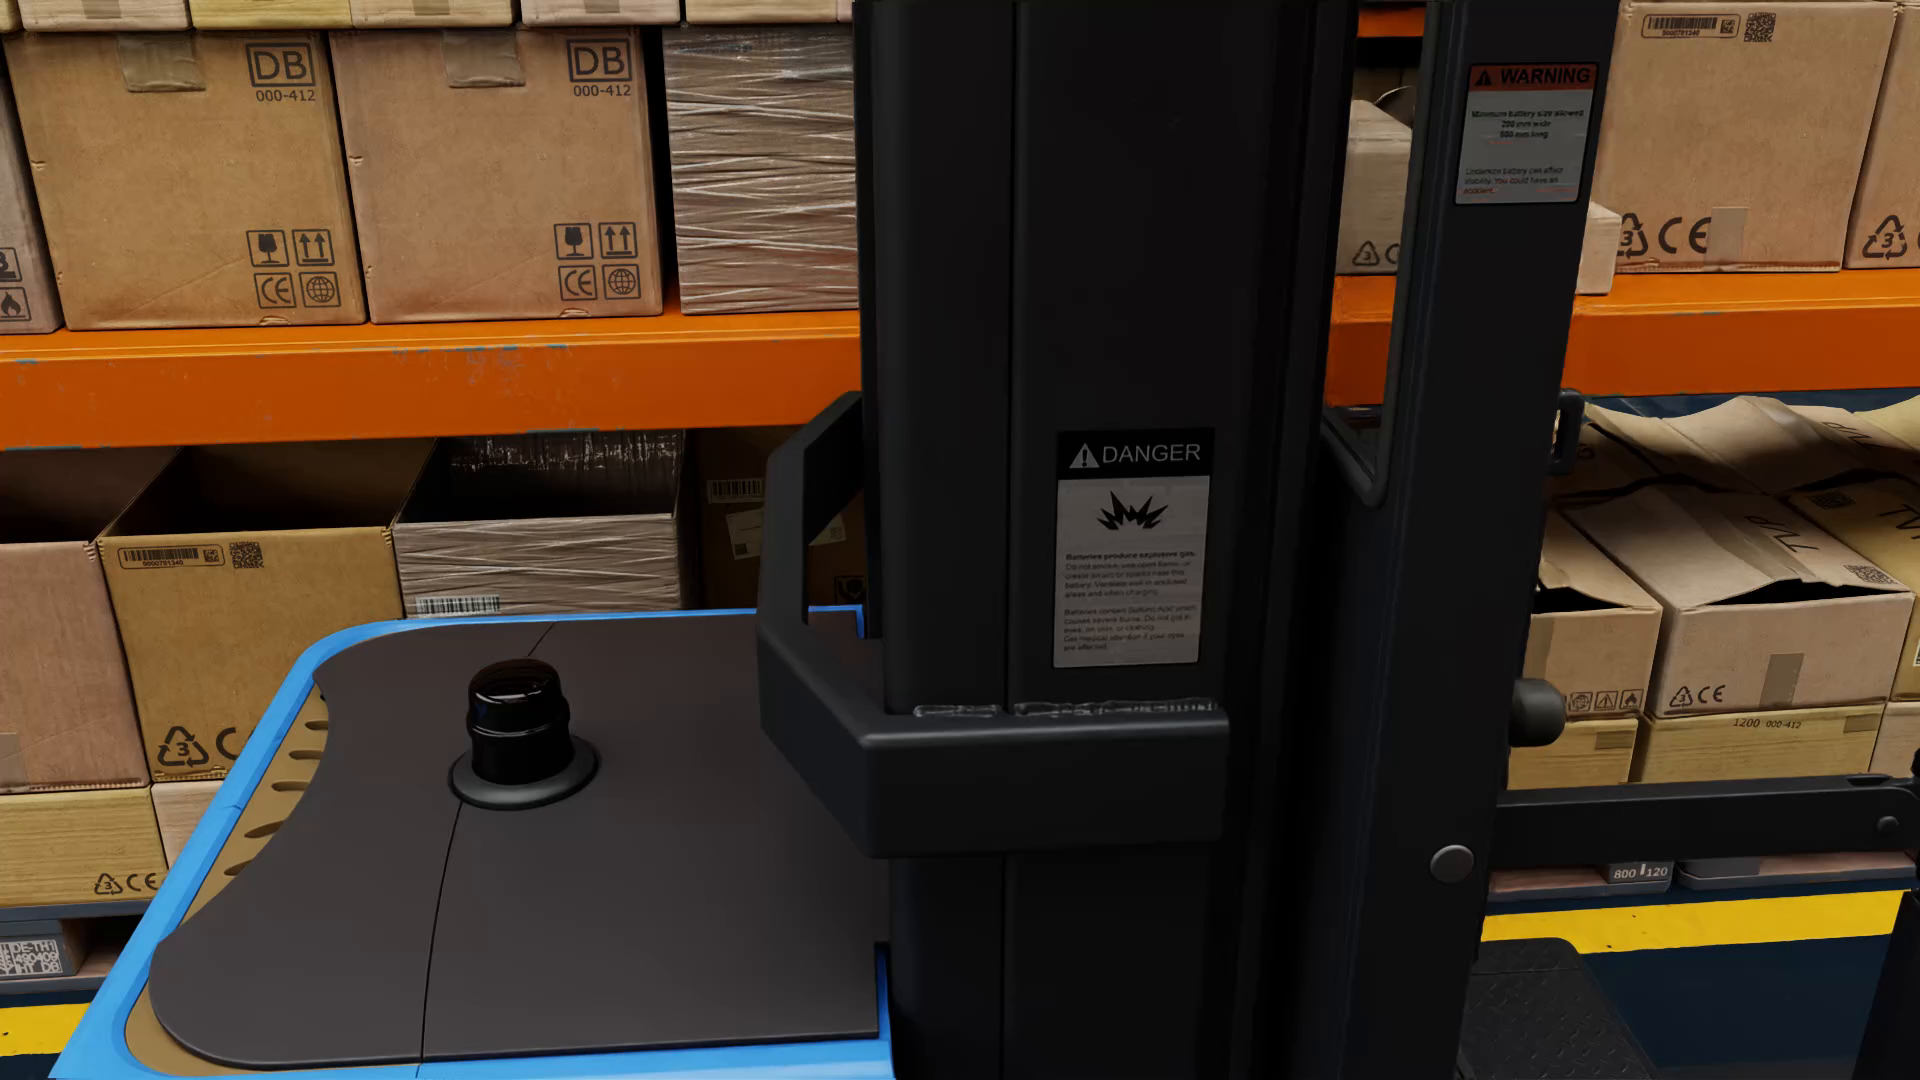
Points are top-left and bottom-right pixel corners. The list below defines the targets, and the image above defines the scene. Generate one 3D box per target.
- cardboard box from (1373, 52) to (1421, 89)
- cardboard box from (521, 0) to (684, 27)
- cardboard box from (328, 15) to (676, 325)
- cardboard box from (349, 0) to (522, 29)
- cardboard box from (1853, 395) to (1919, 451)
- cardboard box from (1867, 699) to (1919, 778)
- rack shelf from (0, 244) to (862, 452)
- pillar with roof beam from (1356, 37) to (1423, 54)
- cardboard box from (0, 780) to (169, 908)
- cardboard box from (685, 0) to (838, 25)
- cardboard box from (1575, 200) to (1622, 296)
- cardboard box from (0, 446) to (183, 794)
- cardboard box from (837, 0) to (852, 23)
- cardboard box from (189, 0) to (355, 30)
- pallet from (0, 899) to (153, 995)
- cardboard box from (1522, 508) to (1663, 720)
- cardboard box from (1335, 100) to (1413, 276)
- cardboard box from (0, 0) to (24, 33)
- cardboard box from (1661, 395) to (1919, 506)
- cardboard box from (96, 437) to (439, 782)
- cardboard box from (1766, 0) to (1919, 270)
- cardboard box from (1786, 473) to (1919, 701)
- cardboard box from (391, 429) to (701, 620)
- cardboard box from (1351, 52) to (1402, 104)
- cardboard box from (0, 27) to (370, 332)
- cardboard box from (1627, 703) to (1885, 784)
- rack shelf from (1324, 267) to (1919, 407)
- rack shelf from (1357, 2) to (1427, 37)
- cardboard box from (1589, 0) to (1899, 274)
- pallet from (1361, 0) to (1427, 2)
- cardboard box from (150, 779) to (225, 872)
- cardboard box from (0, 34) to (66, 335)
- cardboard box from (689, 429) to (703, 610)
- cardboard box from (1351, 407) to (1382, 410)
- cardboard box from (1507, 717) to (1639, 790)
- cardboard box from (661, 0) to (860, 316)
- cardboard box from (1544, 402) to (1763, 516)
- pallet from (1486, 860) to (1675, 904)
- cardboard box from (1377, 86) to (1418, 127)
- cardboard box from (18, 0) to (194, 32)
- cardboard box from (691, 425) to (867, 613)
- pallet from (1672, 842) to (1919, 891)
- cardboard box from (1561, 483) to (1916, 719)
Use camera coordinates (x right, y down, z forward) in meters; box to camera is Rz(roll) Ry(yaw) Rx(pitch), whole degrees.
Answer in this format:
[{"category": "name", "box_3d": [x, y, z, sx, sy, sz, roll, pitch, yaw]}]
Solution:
[{"category": "cardboard box", "box_3d": [2.359, -2.266, 8.268, 0.500, 0.250, 0.500, -2, 24, -4]}, {"category": "cardboard box", "box_3d": [-0.602, -0.974, 2.827, 0.250, 0.149, 0.380, -3, 24, -7]}, {"category": "cardboard box", "box_3d": [-0.811, -0.752, 3.125, 0.500, 0.500, 0.700, -3, 24, -6]}, {"category": "cardboard box", "box_3d": [-0.864, -0.963, 2.803, 0.250, 0.149, 0.380, -2, 24, -5]}, {"category": "cardboard box", "box_3d": [2.555, -0.155, 4.084, 0.500, 0.311, 0.500, -3, 24, -7]}, {"category": "cardboard box", "box_3d": [2.110, 0.337, 3.667, 0.500, 0.250, 0.500, -2, 24, -4]}, {"category": "rack shelf", "box_3d": [-1.836, -0.342, 3.211, 4.000, 0.370, 1.077, -2, 24, -5]}, {"category": "pillar with roof beam", "box_3d": [2.688, -4.211, 3.645, 0.400, 9.000, 9.100, -2, 24, -5]}, {"category": "cardboard box", "box_3d": [-1.778, 0.483, 3.338, 0.500, 0.250, 0.500, -2, 24, -5]}, {"category": "cardboard box", "box_3d": [-0.342, -0.986, 2.853, 0.250, 0.149, 0.380, -3, 24, -6]}, {"category": "cardboard box", "box_3d": [1.056, -0.588, 3.189, 0.250, 0.149, 0.380, -2, 24, -5]}, {"category": "cardboard box", "box_3d": [-1.778, 0.141, 3.184, 0.500, 0.500, 0.500, -2, 24, -5]}, {"category": "cardboard box", "box_3d": [-0.096, -0.995, 2.873, 0.250, 0.149, 0.380, -2, 24, -5]}, {"category": "cardboard box", "box_3d": [-1.108, -0.955, 2.783, 0.250, 0.149, 0.380, -2, 24, -5]}, {"category": "pallet", "box_3d": [-1.859, 0.589, 3.665, 1.213, 0.211, 1.003, -2, 24, -5]}, {"category": "cardboard box", "box_3d": [1.088, 0.125, 3.455, 0.500, 0.311, 0.500, -3, 24, -6]}, {"category": "cardboard box", "box_3d": [0.640, -0.719, 3.359, 0.500, 0.250, 0.500, -1, 24, -2]}, {"category": "cardboard box", "box_3d": [-1.623, -0.933, 2.734, 0.250, 0.149, 0.380, -2, 24, -3]}, {"category": "cardboard box", "box_3d": [2.043, -0.135, 4.038, 0.500, 0.311, 0.500, -3, 24, -6]}, {"category": "cardboard box", "box_3d": [-1.282, 0.115, 3.242, 0.500, 0.500, 0.500, -2, 24, -5]}, {"category": "cardboard box", "box_3d": [1.942, -0.861, 3.371, 0.500, 0.500, 0.500, -2, 24, -5]}, {"category": "cardboard box", "box_3d": [2.119, 0.081, 3.554, 0.500, 0.311, 0.500, -2, 24, -4]}, {"category": "cardboard box", "box_3d": [-0.785, 0.094, 3.291, 0.500, 0.500, 0.500, -2, 24, -5]}, {"category": "cardboard box", "box_3d": [1.848, -2.244, 8.217, 0.500, 0.250, 0.500, -2, 24, -5]}, {"category": "cardboard box", "box_3d": [-1.311, -0.733, 3.084, 0.500, 0.500, 0.700, -2, 24, -4]}, {"category": "cardboard box", "box_3d": [1.604, 0.357, 3.622, 0.500, 0.250, 0.500, -3, 24, -7]}, {"category": "rack shelf", "box_3d": [2.144, -0.501, 3.570, 4.000, 0.370, 1.077, -2, 24, -5]}, {"category": "rack shelf", "box_3d": [1.654, -2.503, 8.075, 4.000, 0.370, 1.077, -2, 24, -5]}, {"category": "cardboard box", "box_3d": [1.444, -0.841, 3.326, 0.500, 0.500, 0.500, -1, 24, -1]}, {"category": "pallet", "box_3d": [1.678, -2.729, 7.932, 1.213, 0.211, 1.003, -2, 24, -5]}, {"category": "cardboard box", "box_3d": [-1.281, 0.463, 3.383, 0.500, 0.250, 0.500, -2, 24, -5]}, {"category": "cardboard box", "box_3d": [-1.821, -0.712, 3.037, 0.500, 0.500, 0.700, -2, 24, -4]}, {"category": "cardboard box", "box_3d": [-0.835, -0.113, 3.756, 0.500, 0.500, 0.500, -2, 24, -5]}, {"category": "cardboard box", "box_3d": [1.046, -0.097, 3.953, 0.500, 0.311, 0.500, -2, 24, -4]}, {"category": "cardboard box", "box_3d": [1.088, 0.379, 3.573, 0.500, 0.250, 0.500, -2, 24, -4]}, {"category": "cardboard box", "box_3d": [-0.287, -0.776, 3.179, 0.500, 0.500, 0.700, -3, 24, -7]}, {"category": "cardboard box", "box_3d": [1.543, -0.116, 3.996, 0.500, 0.311, 0.500, -2, 24, -5]}, {"category": "pallet", "box_3d": [0.883, 0.479, 3.913, 1.213, 0.211, 1.003, -2, 24, -5]}, {"category": "cardboard box", "box_3d": [1.011, -0.798, 3.518, 0.258, 0.266, 0.396, -3, 24, -6]}, {"category": "cardboard box", "box_3d": [-1.359, -0.945, 2.761, 0.250, 0.149, 0.380, -2, 24, -4]}, {"category": "cardboard box", "box_3d": [-0.338, -0.136, 3.808, 0.500, 0.500, 0.500, -2, 24, -5]}, {"category": "pallet", "box_3d": [2.100, 0.429, 4.025, 1.213, 0.211, 1.003, -2, 24, -5]}, {"category": "cardboard box", "box_3d": [1.603, 0.103, 3.502, 0.500, 0.311, 0.500, -3, 24, -7]}]
